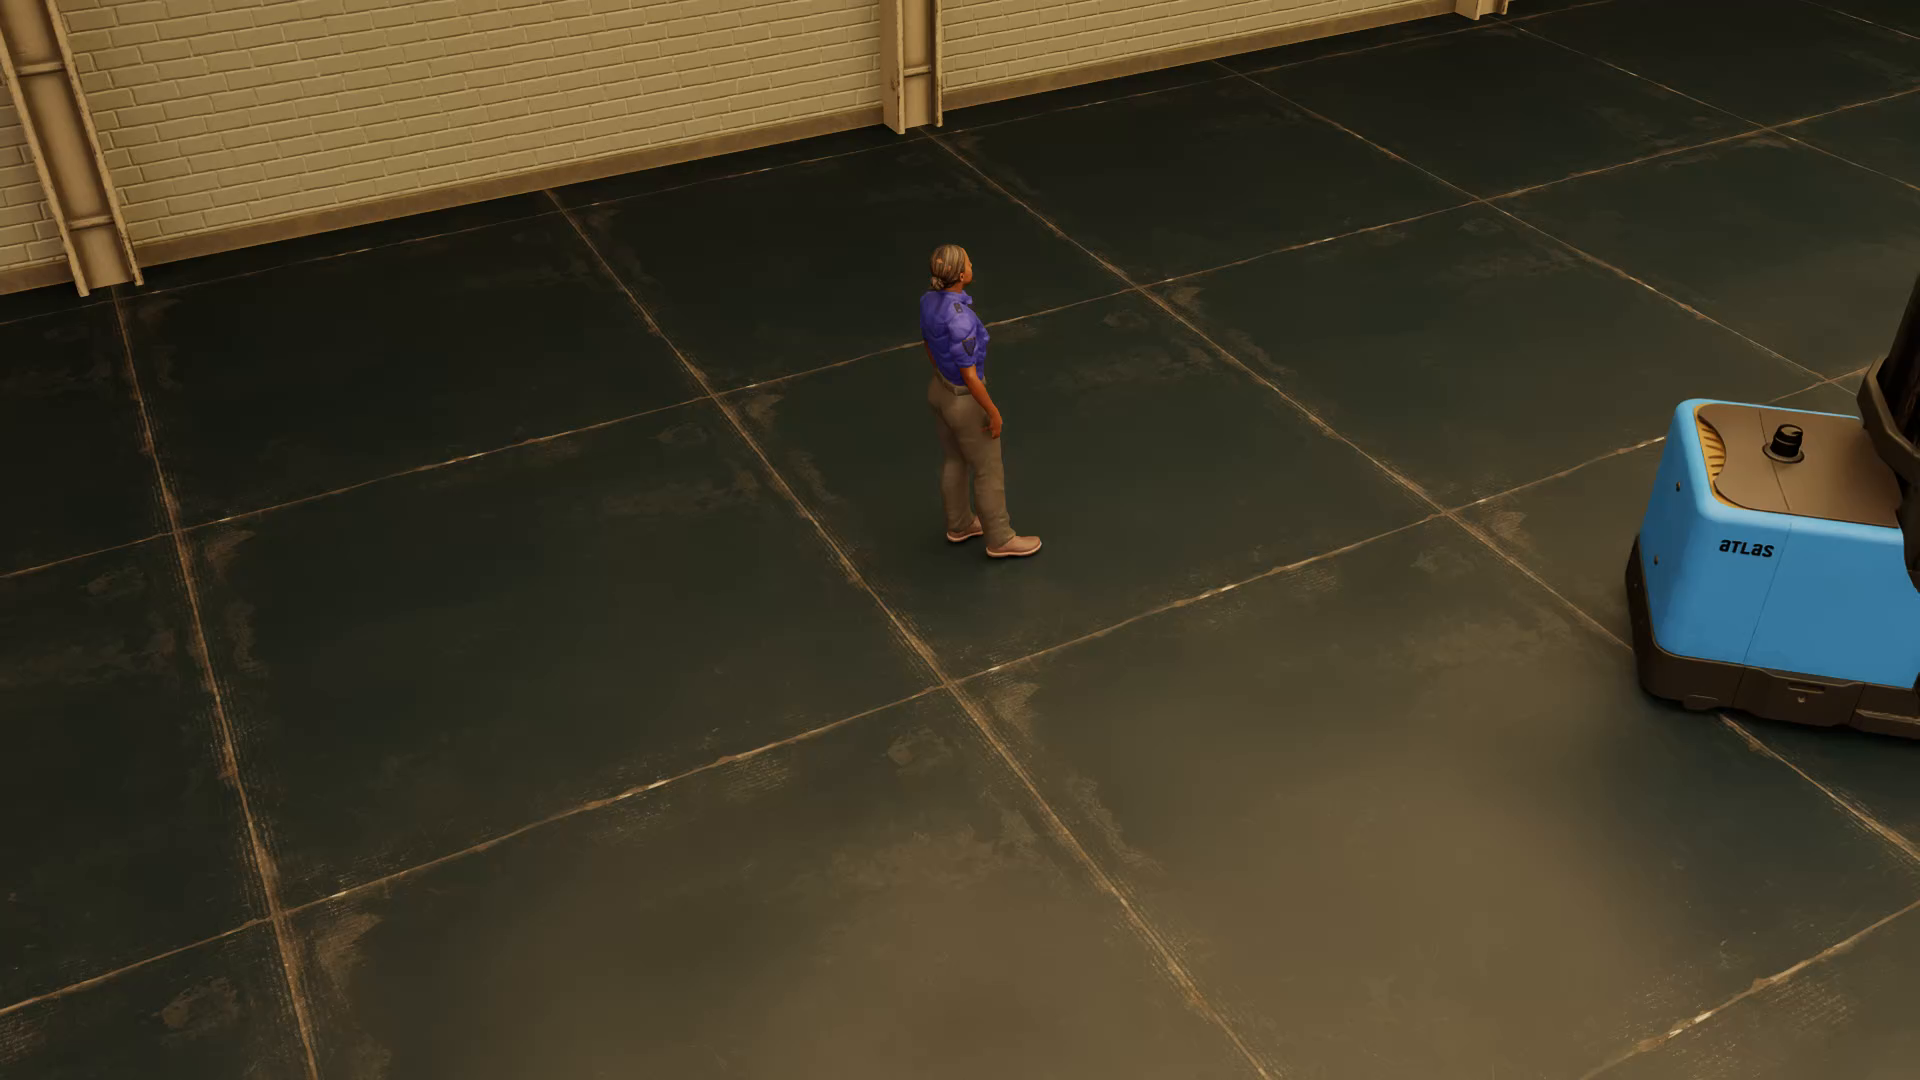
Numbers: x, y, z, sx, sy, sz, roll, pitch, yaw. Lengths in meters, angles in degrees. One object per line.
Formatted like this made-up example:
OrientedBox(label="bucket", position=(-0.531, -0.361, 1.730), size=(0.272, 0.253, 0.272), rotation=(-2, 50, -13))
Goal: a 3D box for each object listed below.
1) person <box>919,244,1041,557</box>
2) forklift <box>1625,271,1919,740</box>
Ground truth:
OrientedBox(label="person", position=(0.087, -0.695, 8.200), size=(0.503, 1.656, 0.569), rotation=(-17, 39, -23))
OrientedBox(label="forklift", position=(4.690, -0.522, 6.861), size=(3.031, 2.935, 1.130), rotation=(8, 36, 11))
